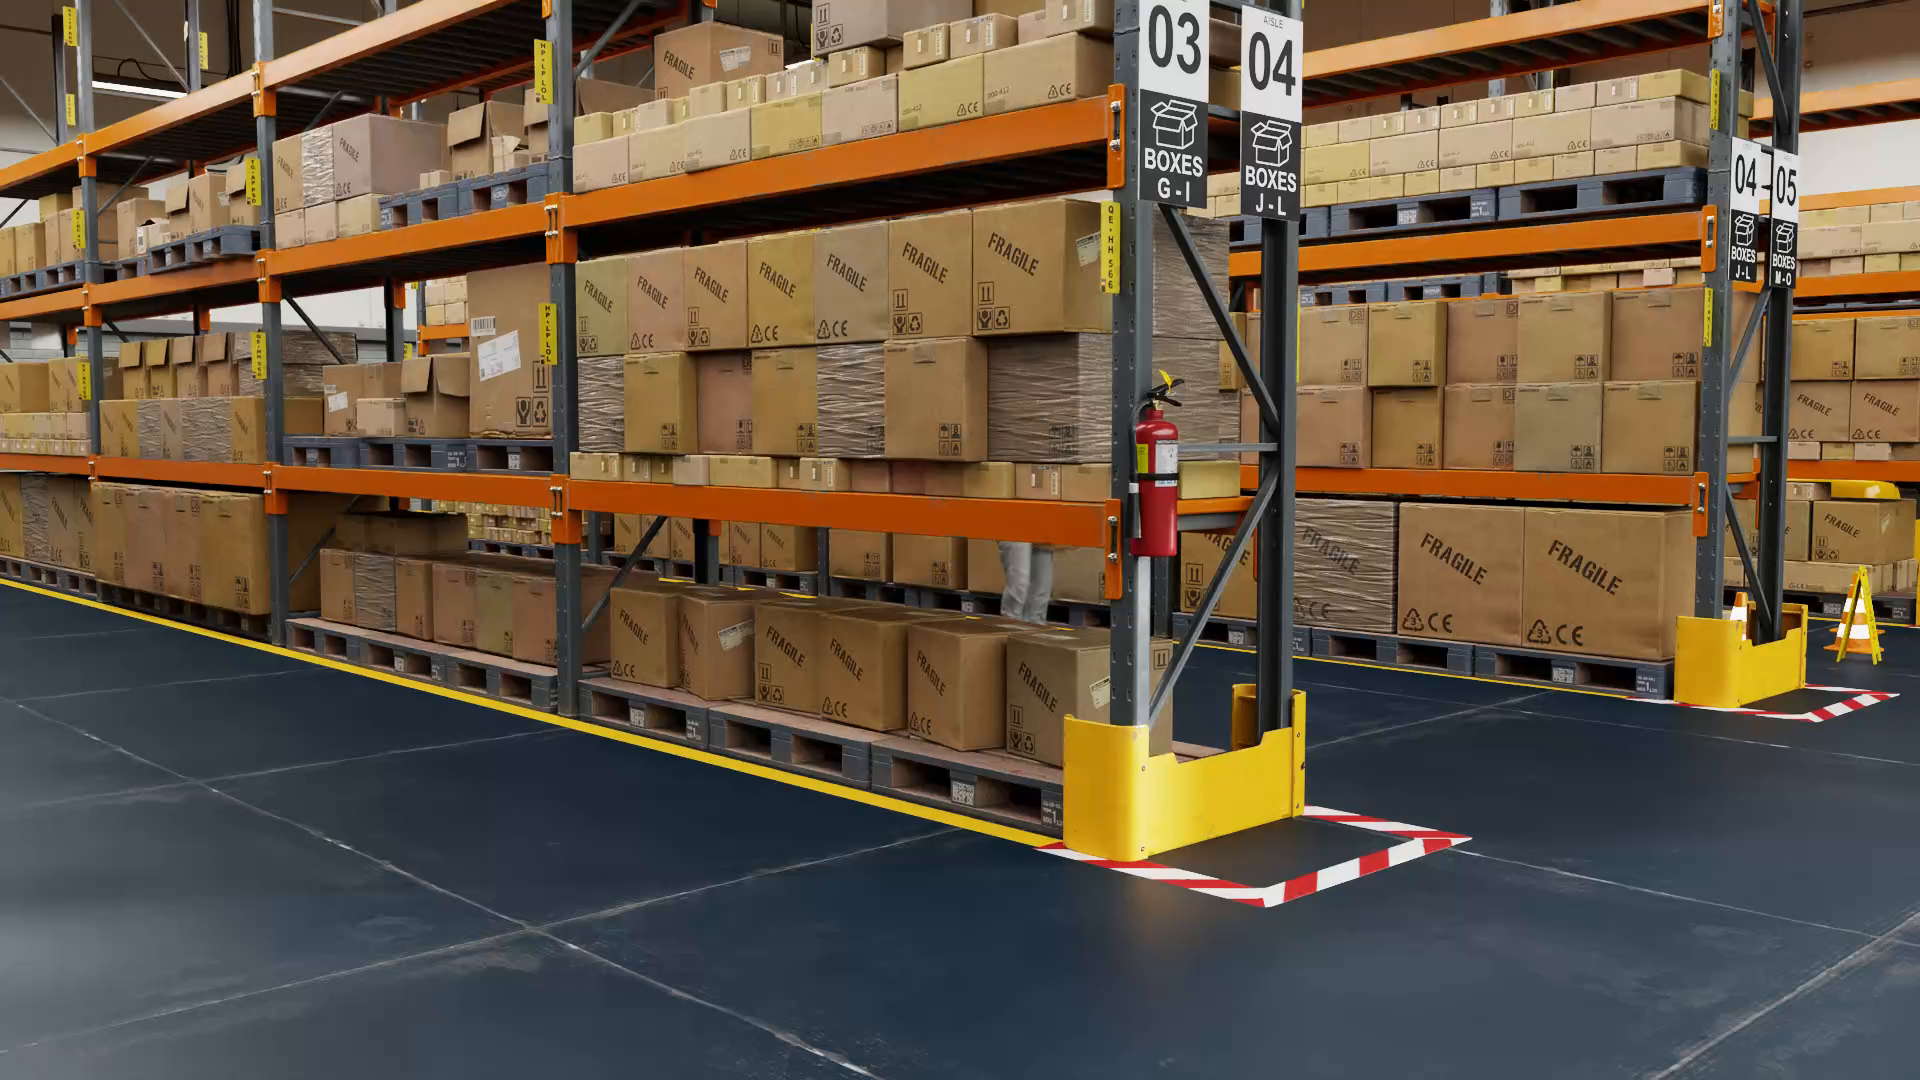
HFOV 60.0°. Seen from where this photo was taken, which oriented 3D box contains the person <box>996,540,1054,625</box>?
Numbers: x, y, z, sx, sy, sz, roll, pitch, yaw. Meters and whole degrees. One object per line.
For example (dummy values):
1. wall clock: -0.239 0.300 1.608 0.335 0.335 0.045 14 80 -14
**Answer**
1. person: 0.484 -0.061 11.817 0.466 1.672 0.502 3 5 35
